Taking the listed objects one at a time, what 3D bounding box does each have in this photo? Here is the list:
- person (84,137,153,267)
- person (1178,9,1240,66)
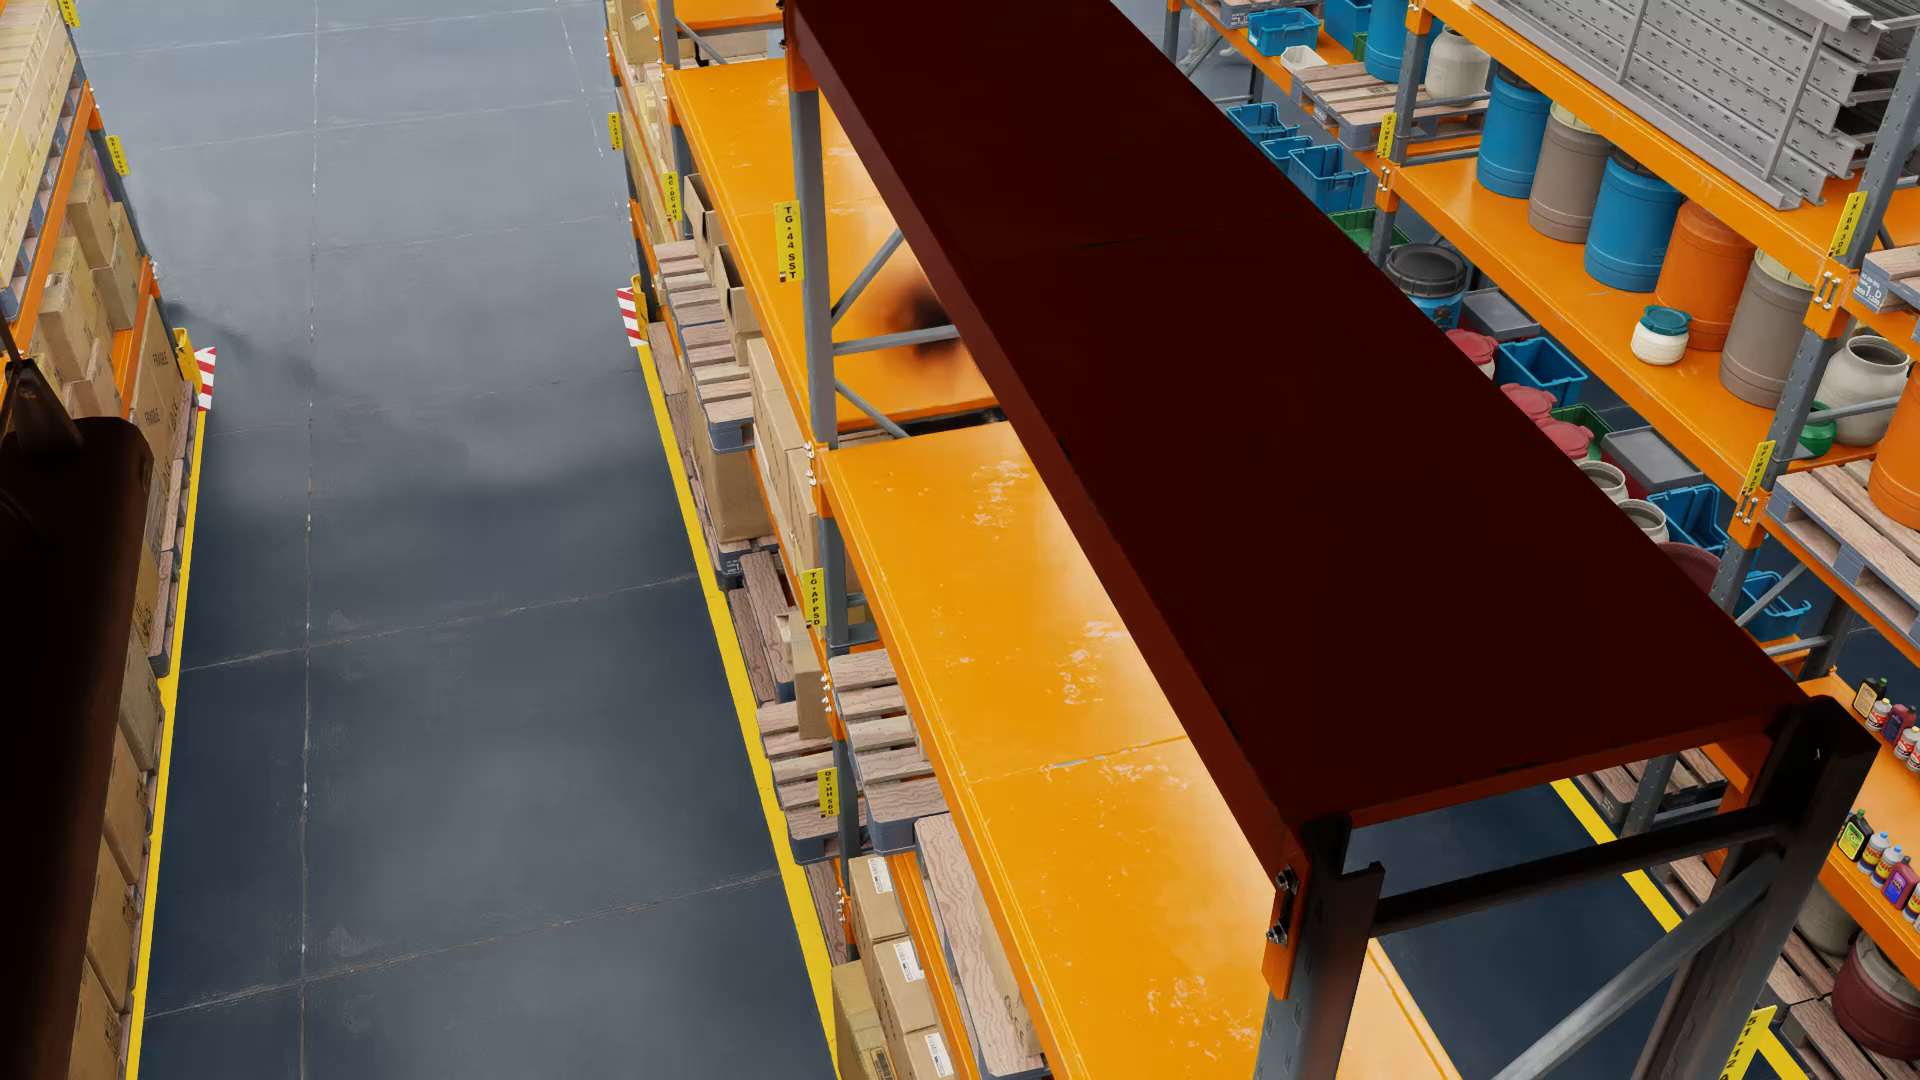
[{"bbox_3d":[-7.958,-3.040,15.405,0.779,1.583,0.537,17,42,21],"label":"person"},{"bbox_3d":[3.035,-6.480,19.575,0.791,1.823,0.676,5,39,6],"label":"person"}]
